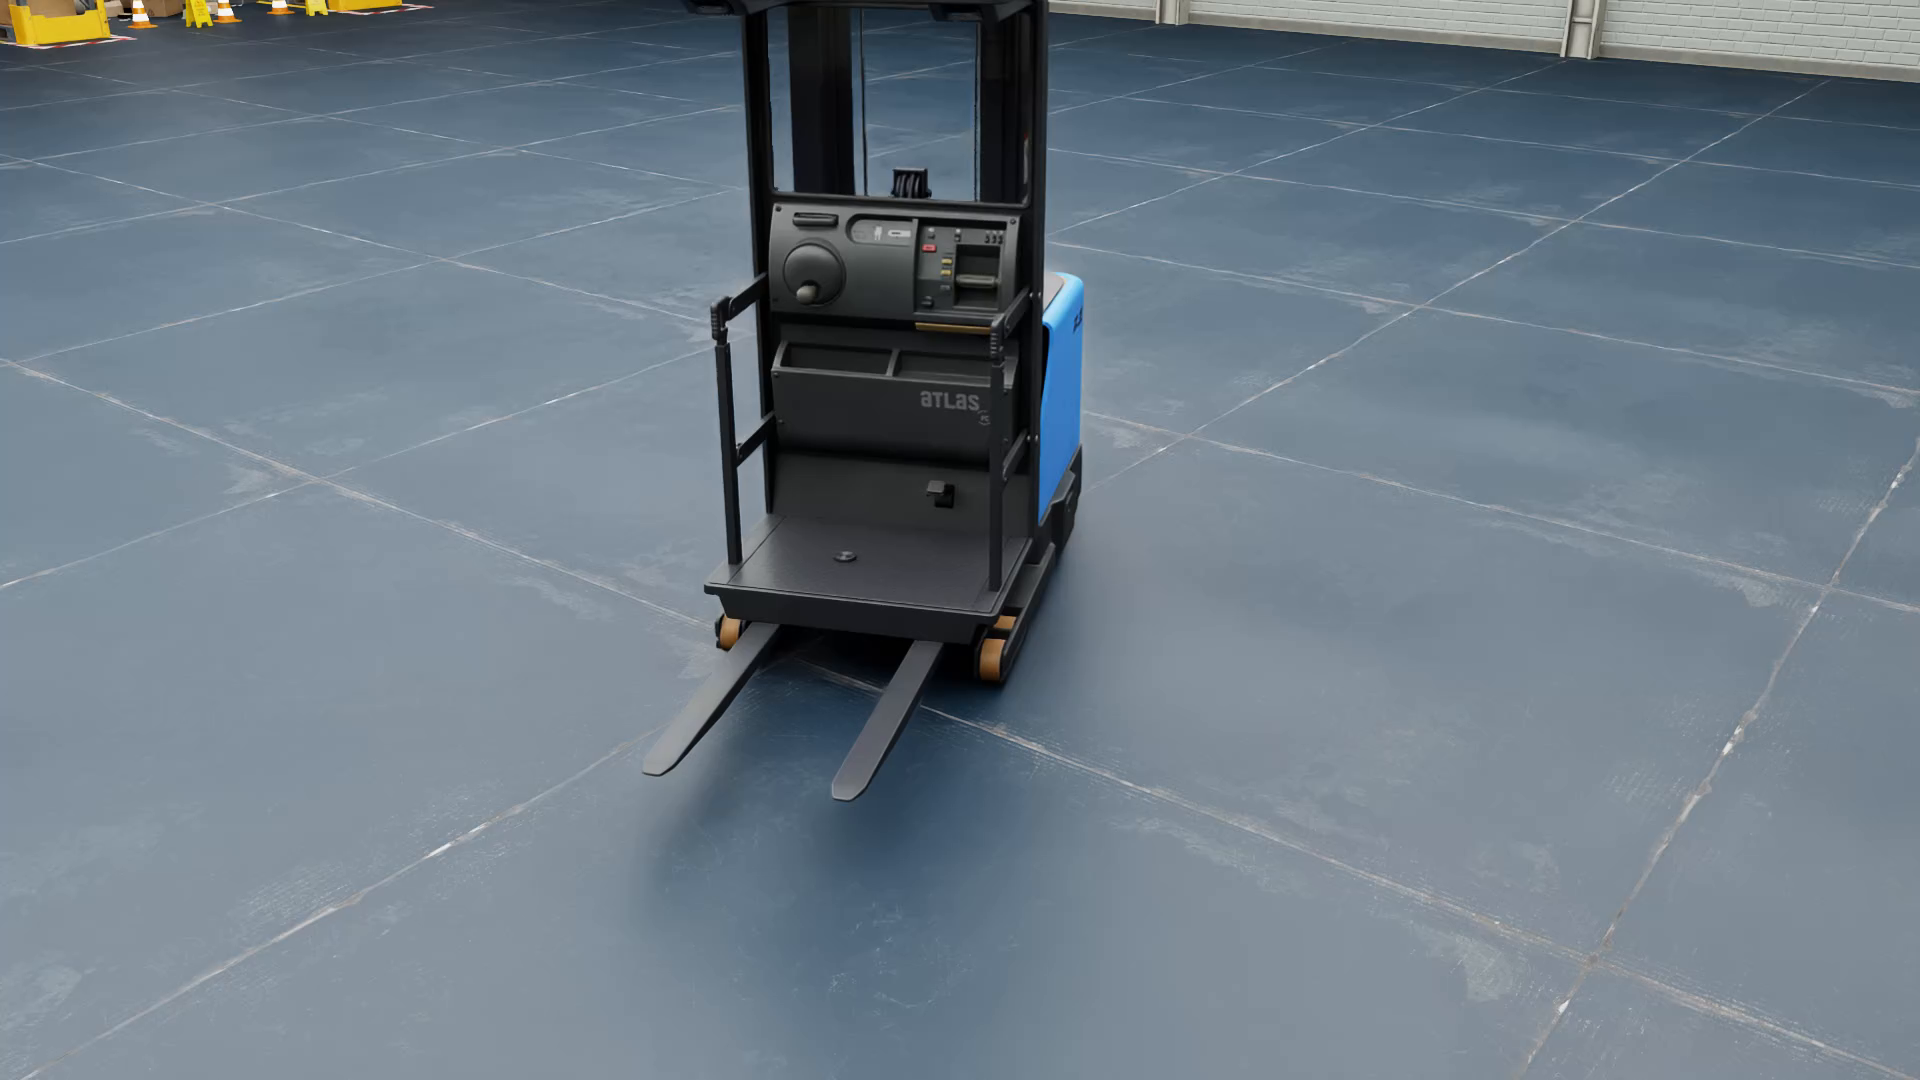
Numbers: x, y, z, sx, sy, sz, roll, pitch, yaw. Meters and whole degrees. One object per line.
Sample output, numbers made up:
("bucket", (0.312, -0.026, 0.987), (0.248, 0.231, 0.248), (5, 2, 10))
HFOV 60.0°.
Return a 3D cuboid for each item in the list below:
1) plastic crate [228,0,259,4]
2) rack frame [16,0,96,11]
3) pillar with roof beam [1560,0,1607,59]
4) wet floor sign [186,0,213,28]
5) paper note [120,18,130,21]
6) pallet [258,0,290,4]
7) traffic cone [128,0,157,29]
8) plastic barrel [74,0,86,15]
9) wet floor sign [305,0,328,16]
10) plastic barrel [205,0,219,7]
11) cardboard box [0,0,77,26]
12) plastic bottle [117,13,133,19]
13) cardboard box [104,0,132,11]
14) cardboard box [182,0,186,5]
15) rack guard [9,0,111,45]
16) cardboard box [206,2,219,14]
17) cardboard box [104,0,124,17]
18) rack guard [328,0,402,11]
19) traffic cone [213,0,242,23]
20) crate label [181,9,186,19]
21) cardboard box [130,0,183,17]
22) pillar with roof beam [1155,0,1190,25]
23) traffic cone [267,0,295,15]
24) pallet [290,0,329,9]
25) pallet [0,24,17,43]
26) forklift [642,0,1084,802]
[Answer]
("plastic crate", (-11.856, -8.849, 27.234), (0.583, 0.080, 0.402), (7, 25, 15))
("rack frame", (-12.308, -8.240, 22.232), (0.127, 3.000, 1.000), (17, 29, 33))
("pillar with roof beam", (5.359, -8.927, 16.350), (0.400, 9.000, 9.100), (17, 29, 33))
("wet floor sign", (-11.097, -7.795, 24.141), (0.232, 0.644, 0.267), (12, 26, 24))
("paper note", (-12.511, -7.798, 24.912), (0.144, 0.017, 0.142), (-15, 28, -30))
("pallet", (-11.082, -9.107, 27.658), (1.213, 0.211, 1.003), (17, 29, 33))
("traffic cone", (-11.881, -7.666, 24.075), (0.334, 0.463, 0.336), (17, 29, 33))
("plastic barrel", (-13.681, -8.249, 25.448), (0.512, 0.421, 0.421), (-5, 24, -12))
("wet floor sign", (-9.910, -8.393, 25.499), (0.267, 0.644, 0.232), (-15, 28, -30))
("plastic barrel", (-11.981, -8.694, 26.457), (0.512, 0.421, 0.421), (-5, 24, -12))
("cardboard box", (-12.890, -7.603, 22.900), (0.875, 0.875, 0.875), (17, 29, 34))
("plastic bottle", (-12.659, -7.940, 25.195), (0.283, 0.061, 0.133), (7, 25, 15))
("cardboard box", (-13.097, -8.613, 26.006), (0.503, 0.637, 0.797), (17, 29, 33))
("cardboard box", (-12.580, -8.988, 27.027), (0.500, 0.500, 0.500), (-5, 24, -12))
("rack guard", (-12.289, -7.091, 22.723), (0.348, 0.500, 1.175), (17, 29, 33))
("cardboard box", (-11.680, -8.222, 25.727), (0.380, 0.149, 0.250), (-10, 26, -21))
("cardboard box", (-13.029, -8.135, 25.384), (0.396, 0.266, 0.258), (-21, 31, -39))
("rack guard", (-9.481, -8.736, 26.458), (0.348, 0.500, 1.175), (17, 29, 33))
("traffic cone", (-10.932, -7.948, 24.716), (0.334, 0.463, 0.336), (17, 29, 33))
("crate label", (-11.598, -7.969, 25.168), (0.298, 0.136, 0.250), (3, 24, 6))
("cardboard box", (-12.344, -8.327, 25.526), (0.637, 0.503, 0.797), (-1, 24, -3))
("pillar with roof beam", (0.558, -10.378, 19.643), (0.400, 9.000, 9.100), (17, 29, 33))
("traffic cone", (-10.538, -8.389, 25.715), (0.334, 0.463, 0.336), (17, 29, 33))
("pallet", (-10.110, -8.812, 26.988), (1.213, 0.211, 1.003), (17, 29, 33))
("pallet", (-12.995, -7.132, 23.176), (1.213, 0.211, 1.003), (17, 29, 33))
("forklift", (-0.293, -0.988, 5.857), (1.130, 2.935, 3.031), (6, 24, 12))
